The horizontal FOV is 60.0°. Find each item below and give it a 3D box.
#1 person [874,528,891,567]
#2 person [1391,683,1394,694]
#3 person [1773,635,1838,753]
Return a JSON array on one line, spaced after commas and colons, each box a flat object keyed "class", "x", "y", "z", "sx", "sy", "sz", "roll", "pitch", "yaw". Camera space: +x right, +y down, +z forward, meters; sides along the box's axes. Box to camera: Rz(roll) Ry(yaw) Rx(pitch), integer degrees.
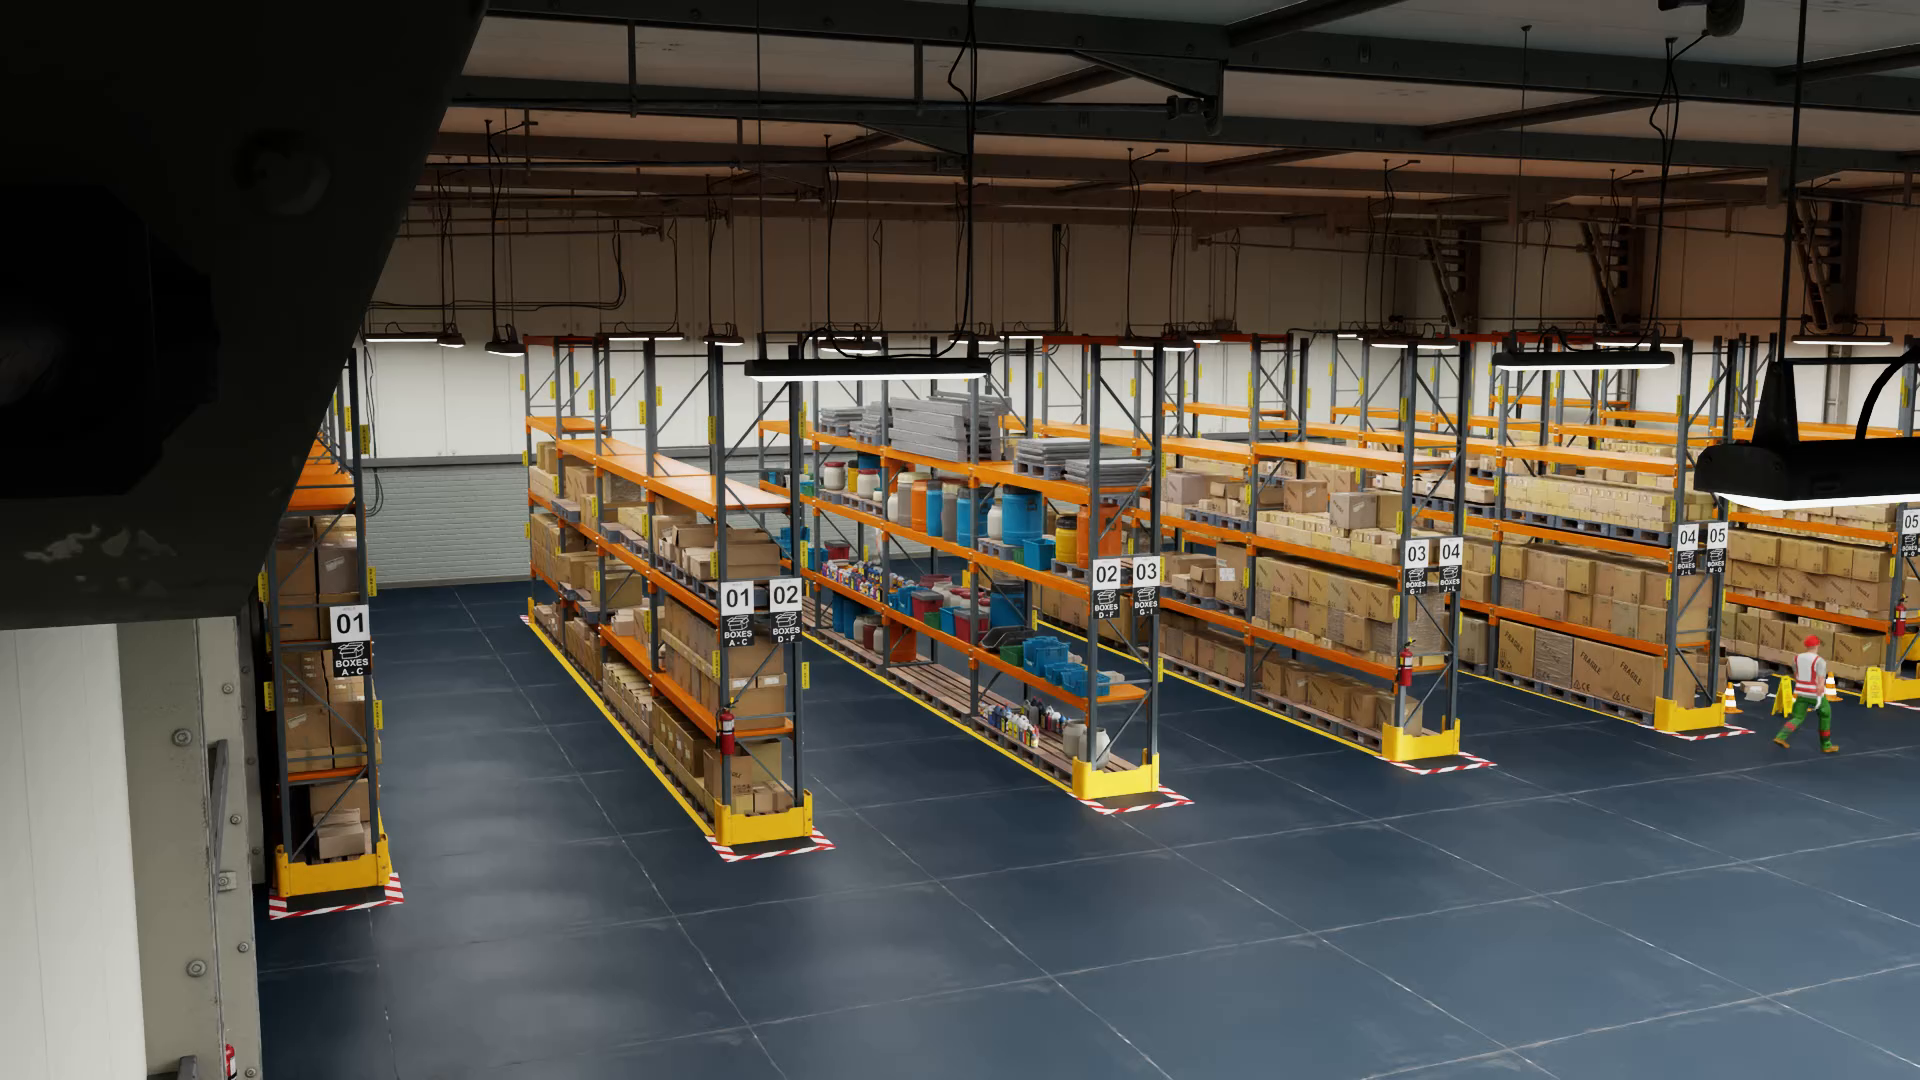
[{"class": "person", "x": -1.948, "y": 0.163, "z": 40.241, "sx": 0.852, "sy": 1.639, "sz": 0.441, "roll": 2, "pitch": 8, "yaw": 15}, {"class": "person", "x": 7.170, "y": 1.970, "z": 26.911, "sx": 0.432, "sy": 1.552, "sz": 0.903, "roll": -2, "pitch": 8, "yaw": -11}, {"class": "person", "x": 12.378, "y": 2.251, "z": 24.266, "sx": 0.986, "sy": 1.749, "sz": 0.528, "roll": -4, "pitch": 9, "yaw": -30}]
